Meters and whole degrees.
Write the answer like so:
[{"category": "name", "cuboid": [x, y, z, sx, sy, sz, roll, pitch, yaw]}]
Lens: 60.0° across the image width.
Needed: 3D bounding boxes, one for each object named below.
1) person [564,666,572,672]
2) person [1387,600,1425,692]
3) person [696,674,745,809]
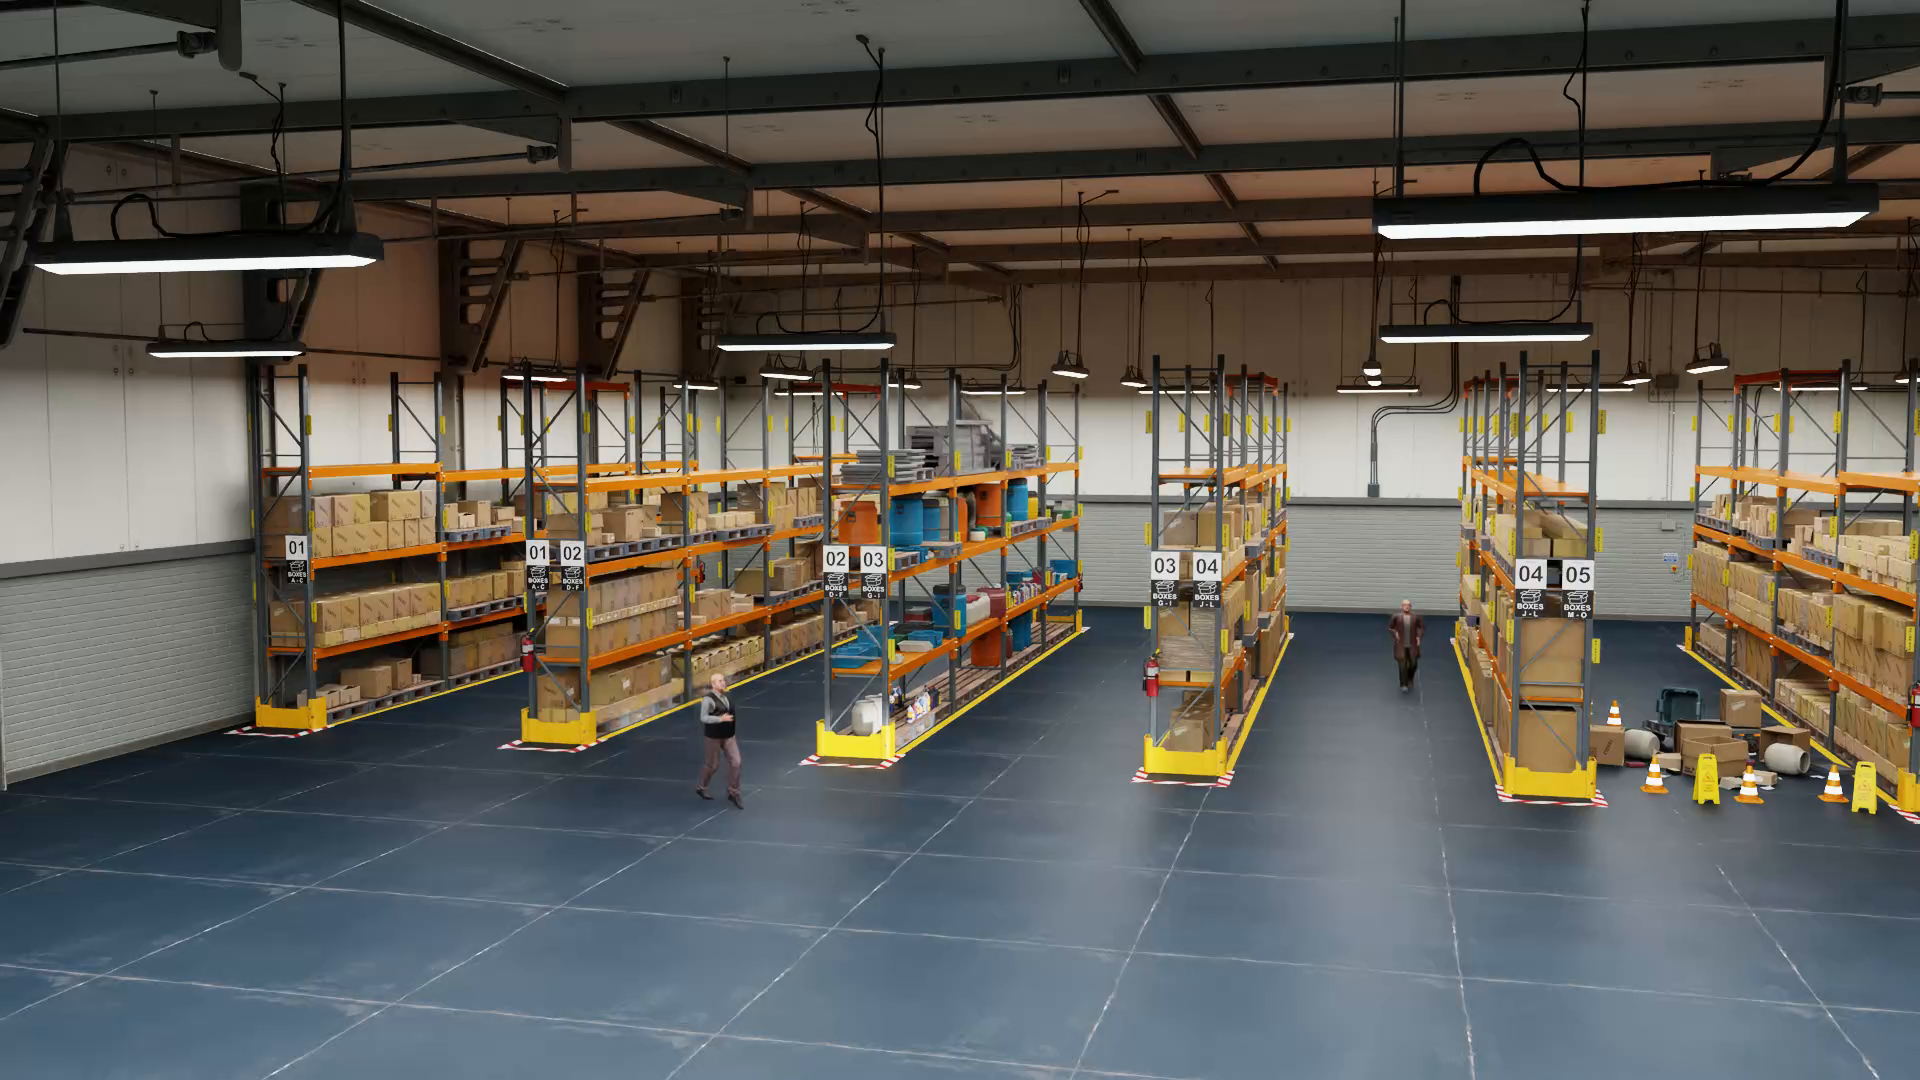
[{"category": "person", "cuboid": [-7.140, 2.067, 30.674, 0.556, 1.641, 0.777, 1, 4, 8]}, {"category": "person", "cuboid": [8.349, 1.994, 31.089, 0.702, 1.713, 0.649, 1, 4, 10]}, {"category": "person", "cuboid": [-3.184, 2.640, 21.868, 0.801, 1.781, 0.638, 4, 5, 42]}]
